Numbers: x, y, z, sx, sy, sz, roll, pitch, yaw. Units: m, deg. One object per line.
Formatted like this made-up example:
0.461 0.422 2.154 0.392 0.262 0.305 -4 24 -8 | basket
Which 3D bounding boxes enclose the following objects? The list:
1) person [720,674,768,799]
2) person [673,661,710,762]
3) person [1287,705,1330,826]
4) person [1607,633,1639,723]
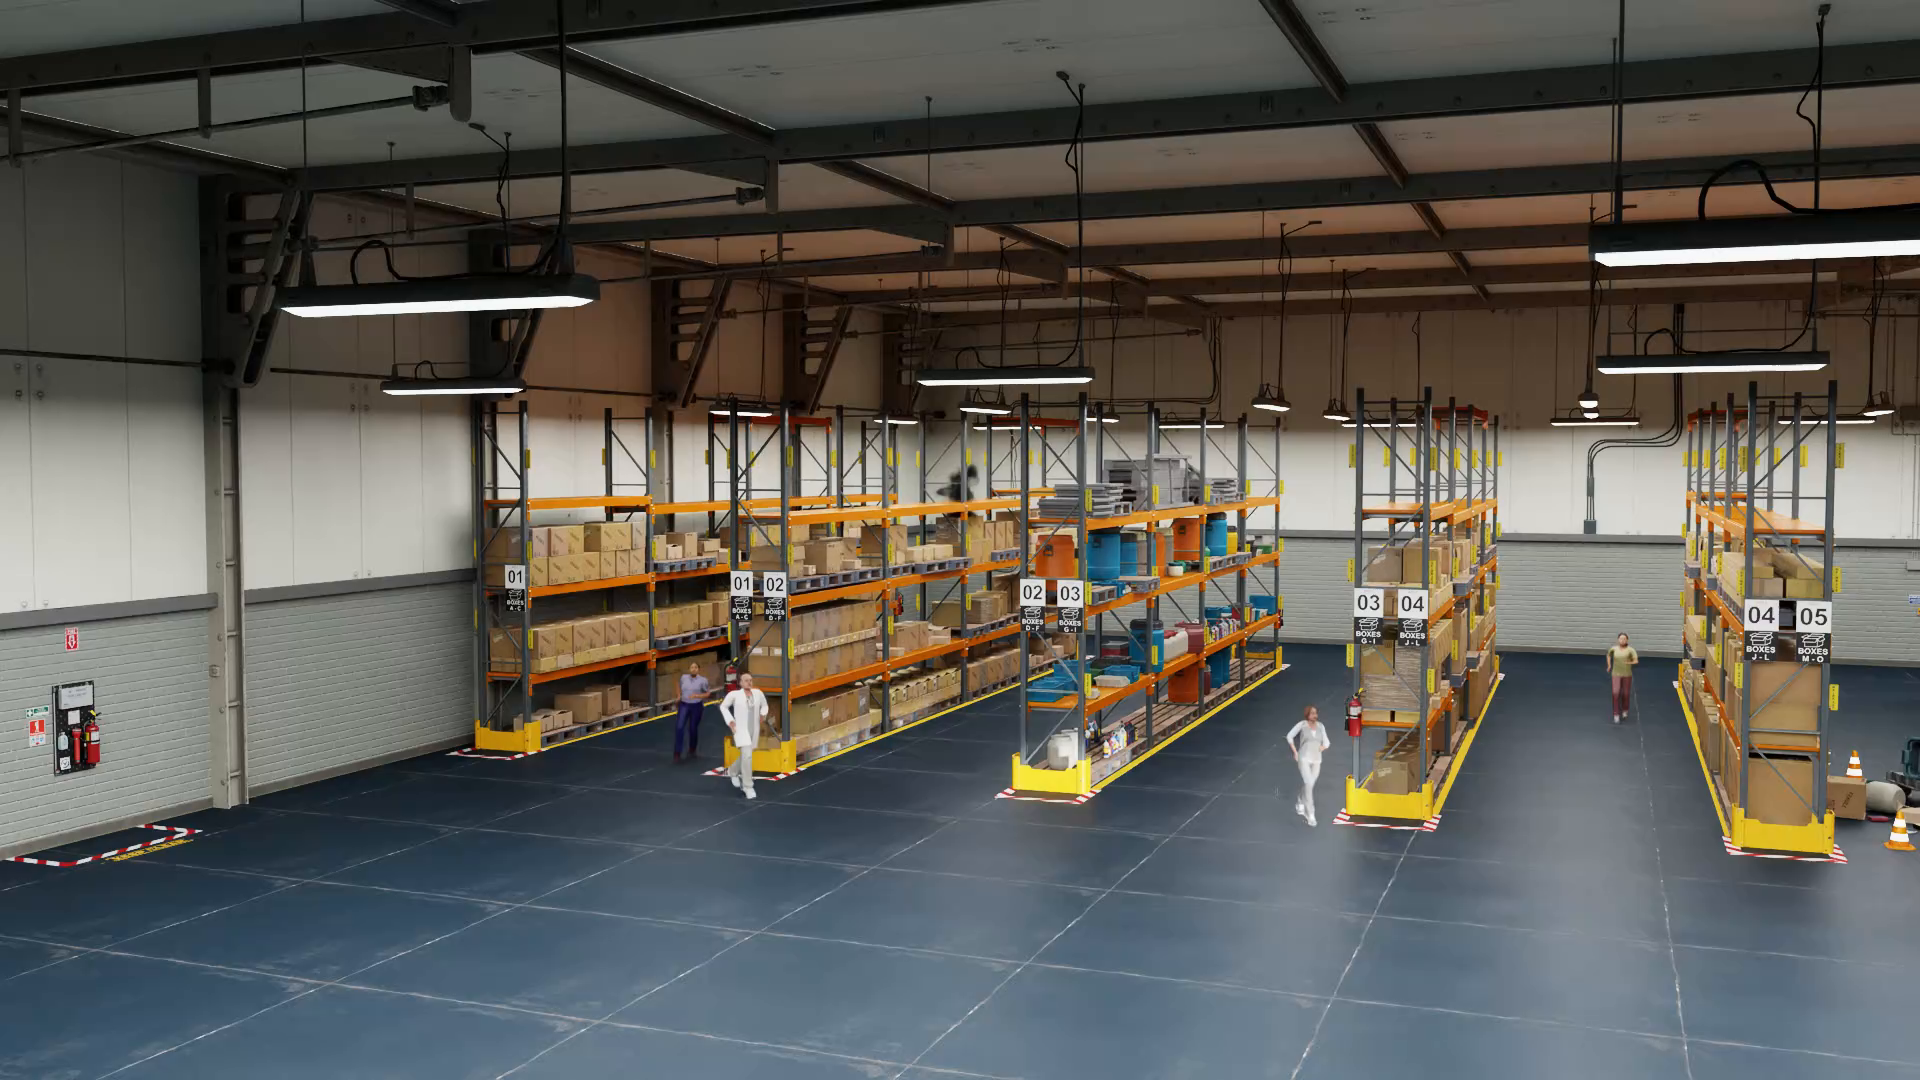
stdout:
-3.194 2.892 24.874 0.720 1.816 0.901 -2 3 -35 | person
-4.467 2.901 27.819 0.601 1.602 0.780 0 3 0 | person
4.835 3.076 22.966 0.544 1.599 0.736 -1 3 -12 | person
12.611 2.595 31.670 0.577 1.663 0.947 1 3 25 | person
